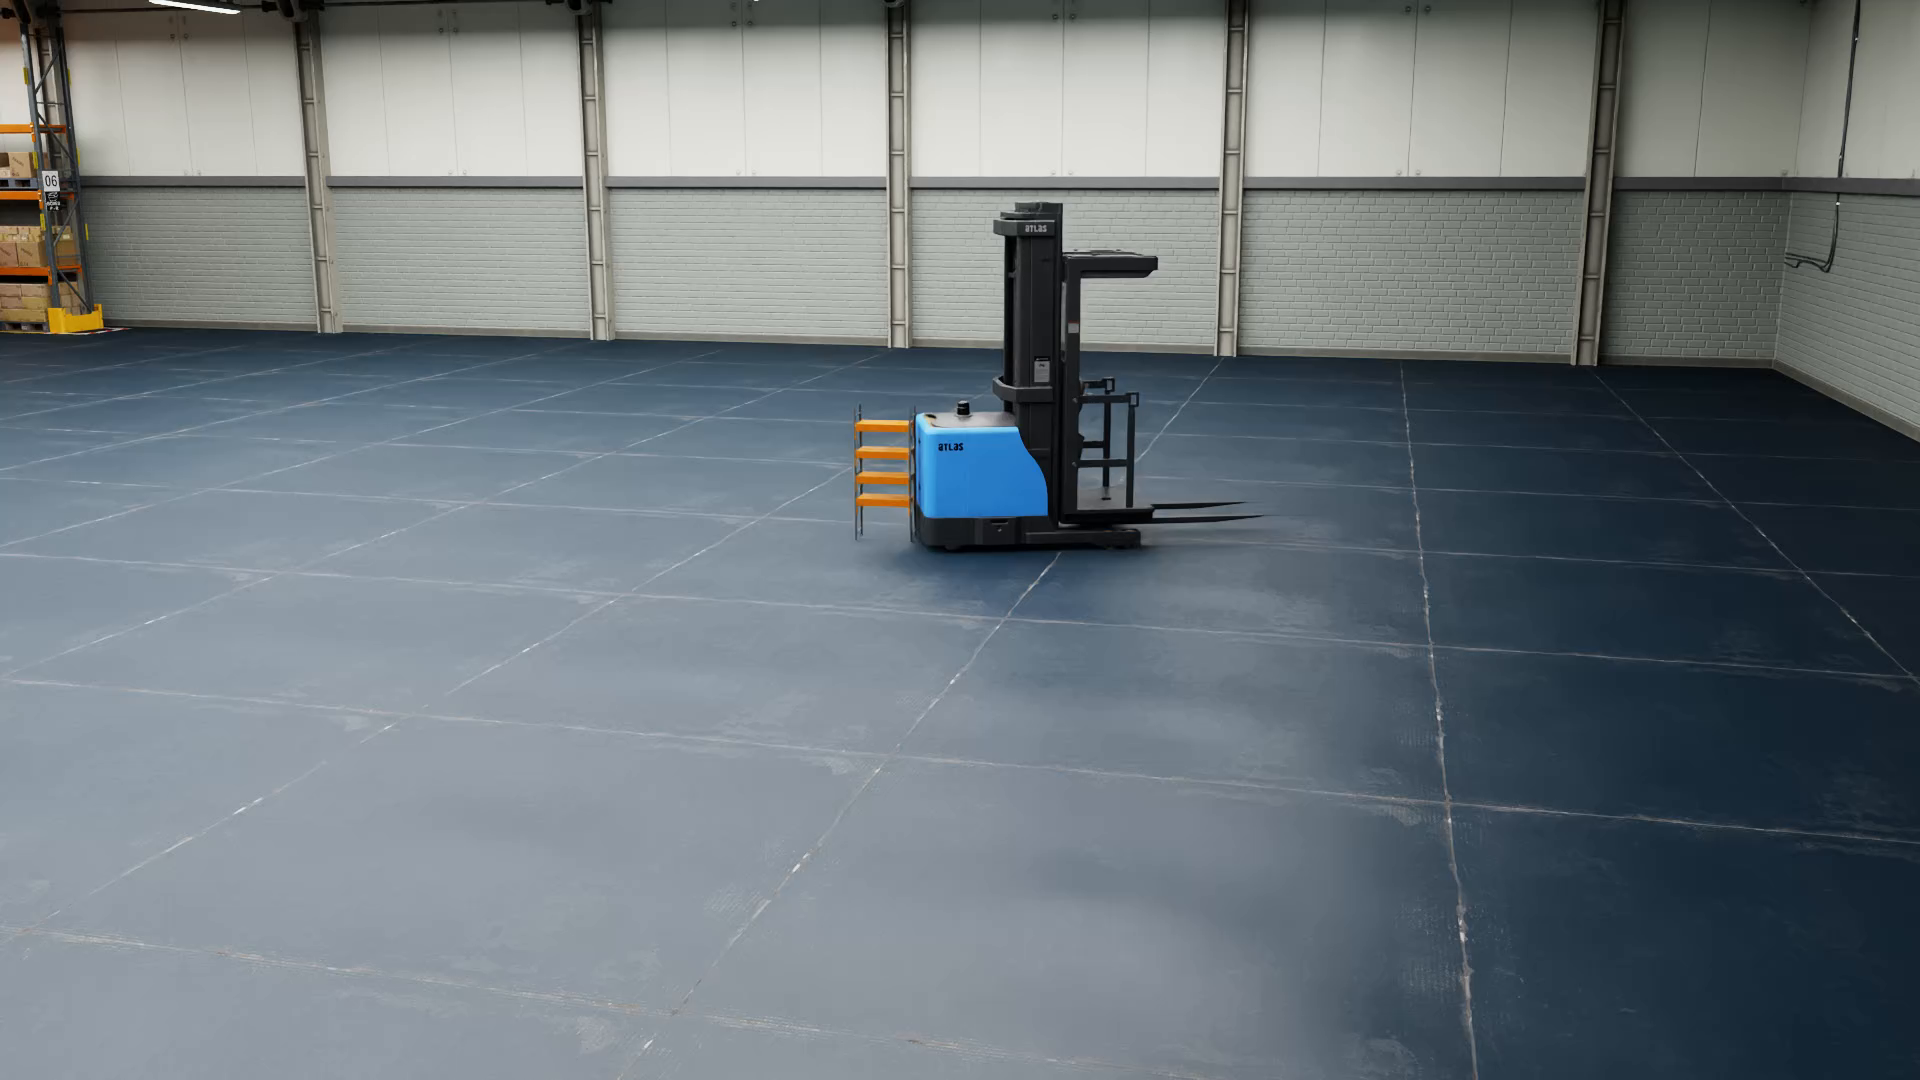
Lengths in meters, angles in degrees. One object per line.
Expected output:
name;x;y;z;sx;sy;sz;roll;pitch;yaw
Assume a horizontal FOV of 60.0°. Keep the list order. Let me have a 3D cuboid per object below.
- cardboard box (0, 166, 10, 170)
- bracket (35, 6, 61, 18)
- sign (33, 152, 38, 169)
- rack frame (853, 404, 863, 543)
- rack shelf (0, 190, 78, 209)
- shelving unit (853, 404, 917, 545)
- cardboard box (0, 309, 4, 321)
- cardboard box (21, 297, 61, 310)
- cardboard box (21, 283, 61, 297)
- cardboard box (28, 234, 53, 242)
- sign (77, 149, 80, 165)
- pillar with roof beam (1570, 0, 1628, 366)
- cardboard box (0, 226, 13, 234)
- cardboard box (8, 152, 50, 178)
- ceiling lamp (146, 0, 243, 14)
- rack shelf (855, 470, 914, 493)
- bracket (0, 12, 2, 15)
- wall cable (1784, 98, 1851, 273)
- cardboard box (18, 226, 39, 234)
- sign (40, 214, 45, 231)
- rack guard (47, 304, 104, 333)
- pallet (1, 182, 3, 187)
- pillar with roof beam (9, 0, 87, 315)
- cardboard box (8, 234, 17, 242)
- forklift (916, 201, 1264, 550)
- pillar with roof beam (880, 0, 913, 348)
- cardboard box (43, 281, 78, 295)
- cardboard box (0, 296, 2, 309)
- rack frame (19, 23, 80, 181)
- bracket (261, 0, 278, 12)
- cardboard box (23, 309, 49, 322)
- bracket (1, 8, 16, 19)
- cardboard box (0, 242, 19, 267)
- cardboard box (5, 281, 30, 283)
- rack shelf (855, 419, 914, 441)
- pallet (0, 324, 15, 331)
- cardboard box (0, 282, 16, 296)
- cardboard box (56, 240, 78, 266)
cardboard box;-19.247;-7.408;33.381;0.258;0.266;0.396;3;13;14
bracket;-18.266;-10.578;33.326;0.430;0.232;0.235;3;13;14
sign;-18.267;-7.507;32.859;0.005;0.325;0.100;3;13;14
rack frame;-0.894;-0.586;14.605;0.015;1.200;0.240;2;13;9
rack shelf;-20.066;-6.980;34.003;4.000;0.370;1.077;3;13;14
shelving unit;-0.653;-0.577;14.564;0.503;1.200;0.258;2;13;9
cardboard box;-19.620;-4.639;34.096;0.500;0.250;0.500;3;13;14
cardboard box;-18.671;-4.829;33.798;0.500;0.250;0.500;3;13;13
cardboard box;-18.646;-5.072;33.738;0.500;0.250;0.500;4;13;15
cardboard box;-18.527;-6.087;33.517;0.250;0.149;0.380;3;13;14
sign;-17.985;-7.809;33.879;0.005;0.325;0.100;3;13;14
pillar with roof beam;9.511;-6.455;23.052;0.400;9.000;9.100;3;13;14
cardboard box;-19.253;-6.290;33.745;0.250;0.149;0.380;3;13;14
cardboard box;-18.612;-7.501;33.263;0.500;0.500;0.500;3;13;15
ceiling lamp;-12.464;-10.380;27.267;0.800;3.185;2.000;3;13;14
rack shelf;-0.653;-0.511;14.579;0.480;0.148;0.258;2;13;9
bracket;-21.573;-10.755;34.123;4.783;0.066;0.076;3;13;14
wall cable;13.086;-5.413;25.526;0.112;2.526;3.097;3;13;14
cardboard box;-18.769;-6.254;33.581;0.250;0.149;0.380;3;13;14
sign;-18.267;-6.330;33.120;0.005;0.325;0.100;3;13;14
rack guard;-18.100;-4.541;34.047;0.348;0.500;1.175;3;13;14
pallet;-19.992;-7.289;33.940;1.213;0.211;1.003;3;13;14
pillar with roof beam;-19.615;-8.012;30.069;0.548;9.000;9.100;3;13;14
cardboard box;-19.020;-6.121;33.667;0.250;0.149;0.380;3;13;15
forklift;1.139;-1.461;14.551;3.031;2.935;1.130;-2;13;-7
pillar with roof beam;-2.140;-7.078;25.859;0.548;9.000;9.100;3;13;14
cardboard box;-18.545;-5.178;34.218;0.500;0.250;0.500;3;13;13
cardboard box;-19.662;-4.880;34.026;0.500;0.250;0.500;3;13;12
rack frame;-18.124;-8.691;33.132;0.127;3.000;1.000;3;13;14
bracket;-13.247;-10.310;32.117;0.430;0.232;0.235;3;13;14
cardboard box;-18.656;-4.583;33.845;0.500;0.250;0.500;3;13;14
bracket;-19.072;-10.621;33.520;0.430;0.232;0.235;3;13;14
cardboard box;-19.166;-5.811;33.768;0.500;0.500;0.500;3;13;15
cardboard box;-19.514;-5.232;34.459;0.500;0.250;0.500;3;13;13
rack shelf;-0.653;-0.961;14.479;0.480;0.148;0.258;2;13;9
pallet;-20.057;-4.496;34.511;1.213;0.211;1.003;3;13;14
cardboard box;-19.635;-5.121;33.961;0.500;0.250;0.500;3;13;14
cardboard box;-18.538;-5.896;34.151;0.500;0.500;0.500;3;13;15
